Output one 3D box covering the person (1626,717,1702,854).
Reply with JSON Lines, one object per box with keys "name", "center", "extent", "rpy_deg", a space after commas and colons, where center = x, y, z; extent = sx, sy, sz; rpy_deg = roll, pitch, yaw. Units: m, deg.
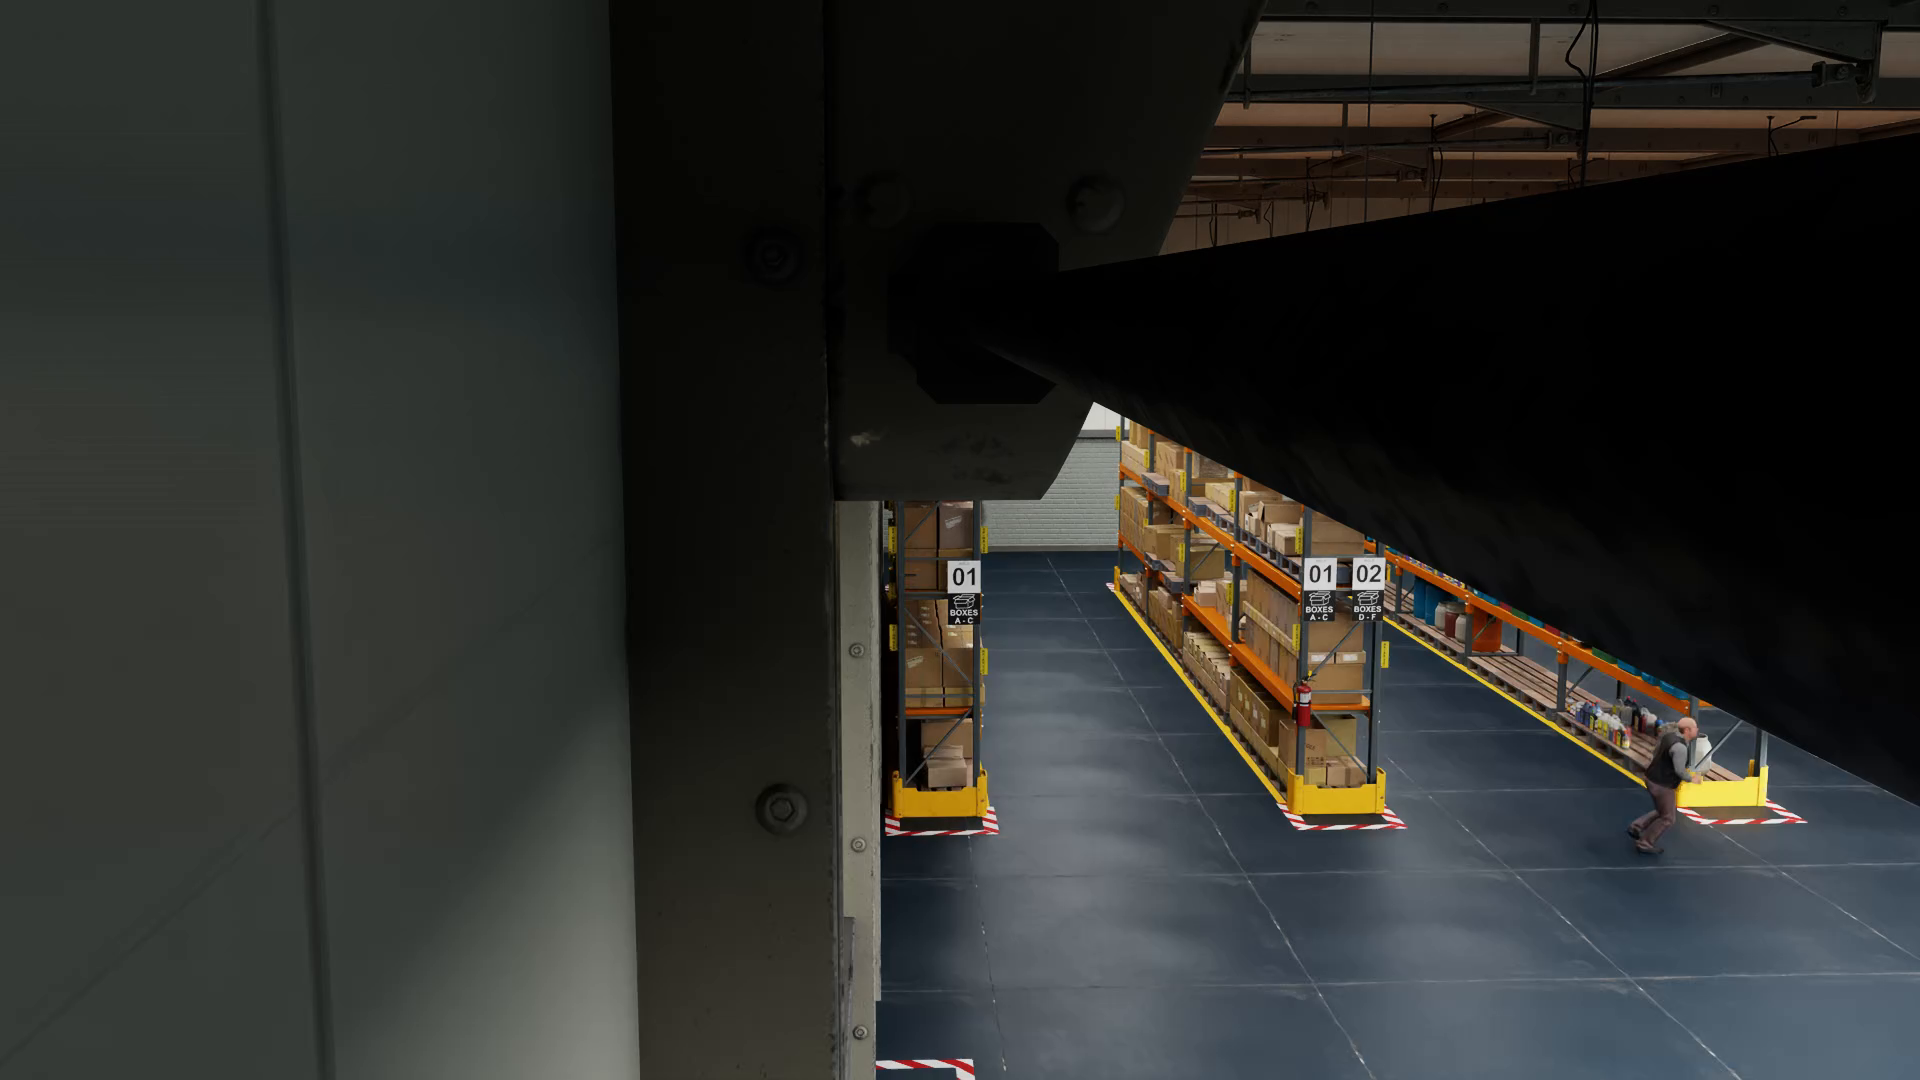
{"name": "person", "center": [8.084, 2.808, 19.049], "extent": [0.762, 1.612, 0.636], "rpy_deg": [1, 8, 10]}
